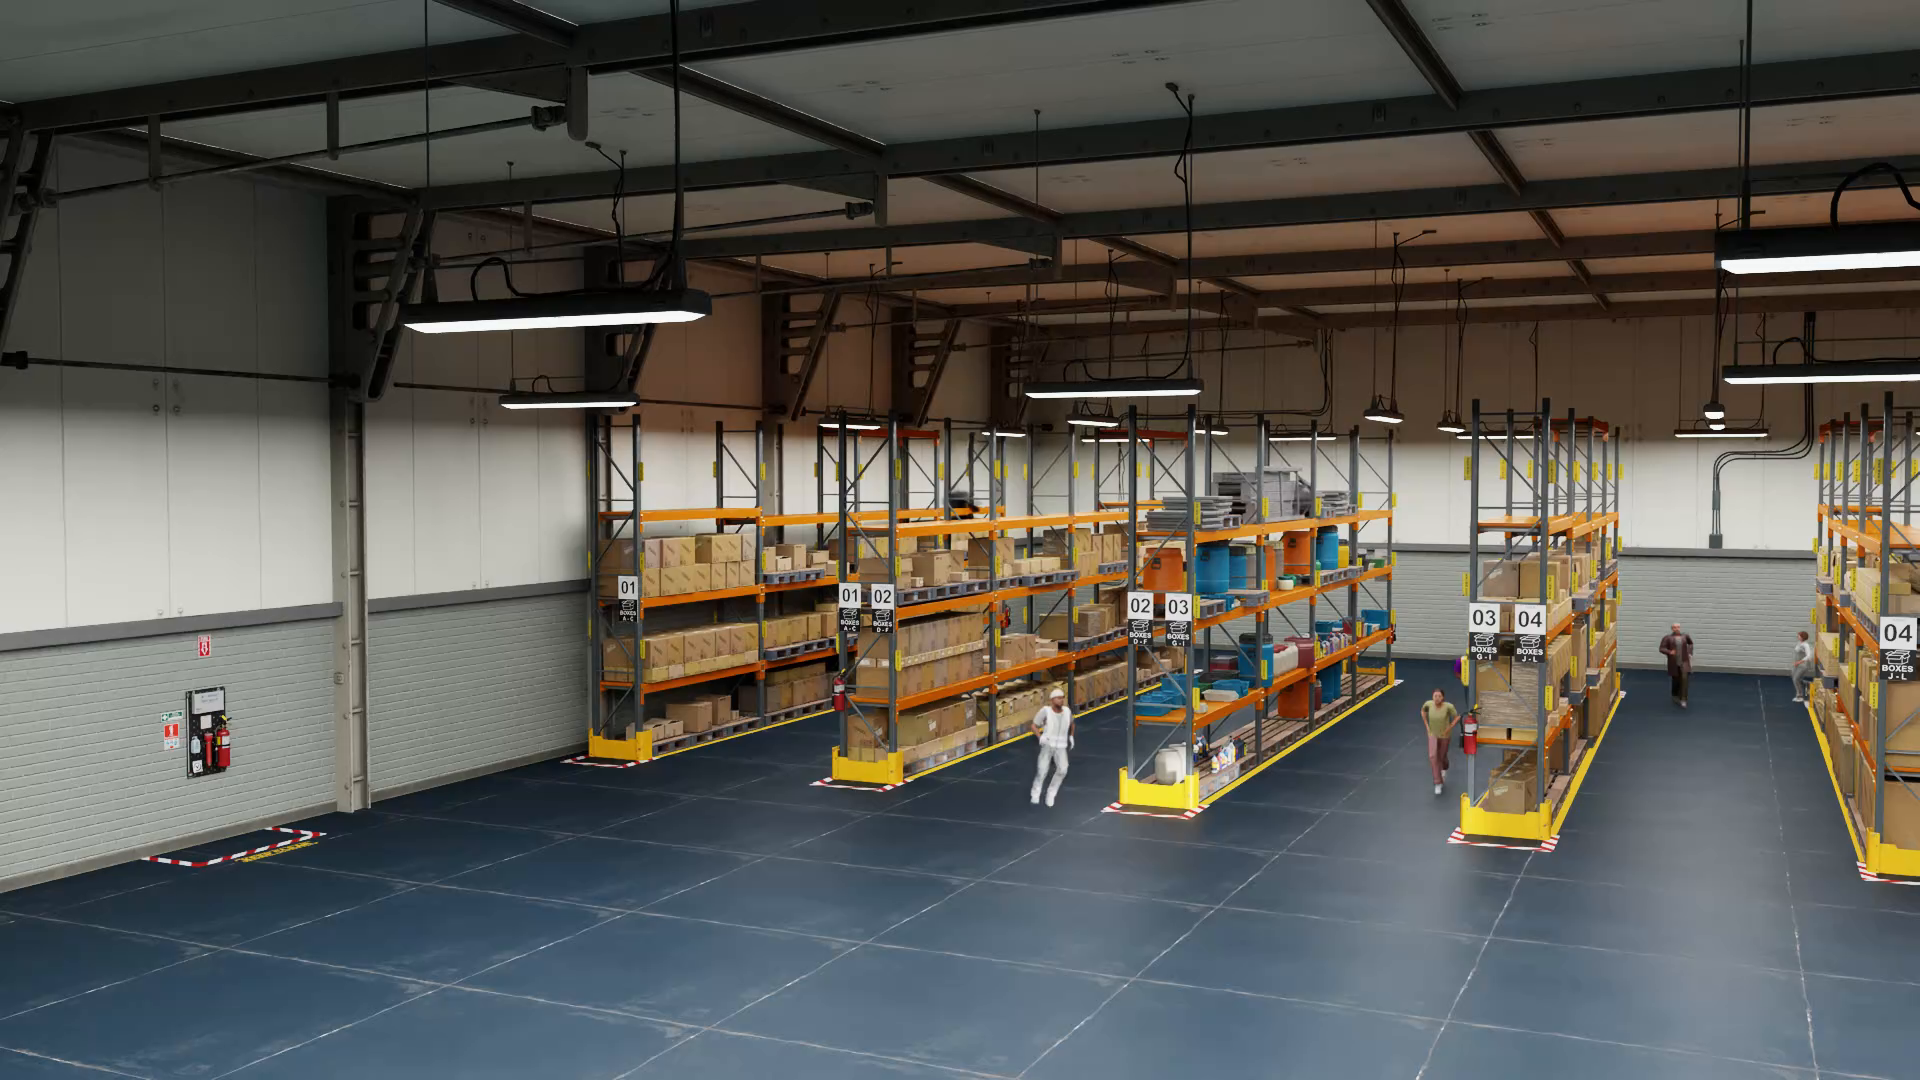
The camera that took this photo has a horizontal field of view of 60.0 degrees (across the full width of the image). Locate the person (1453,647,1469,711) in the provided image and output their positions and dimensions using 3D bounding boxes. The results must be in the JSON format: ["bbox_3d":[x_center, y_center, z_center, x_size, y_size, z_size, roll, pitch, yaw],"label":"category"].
[{"bbox_3d":[9.959,2.868,32.262,0.747,1.713,1.021,1,3,21],"label":"person"}]

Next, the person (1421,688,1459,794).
[{"bbox_3d":[7.584,3.121,26.261,0.588,1.646,1.000,1,3,27],"label":"person"}]

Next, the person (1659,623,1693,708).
[{"bbox_3d":[15.195,2.624,35.253,0.696,1.745,1.116,1,2,16],"label":"person"}]

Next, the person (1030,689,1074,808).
[{"bbox_3d":[1.417,3.108,24.908,0.743,1.747,0.652,-1,2,-14],"label":"person"}]

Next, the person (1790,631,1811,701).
[{"bbox_3d":[18.405,2.760,36.229,0.539,1.582,0.560,0,2,2],"label":"person"}]
